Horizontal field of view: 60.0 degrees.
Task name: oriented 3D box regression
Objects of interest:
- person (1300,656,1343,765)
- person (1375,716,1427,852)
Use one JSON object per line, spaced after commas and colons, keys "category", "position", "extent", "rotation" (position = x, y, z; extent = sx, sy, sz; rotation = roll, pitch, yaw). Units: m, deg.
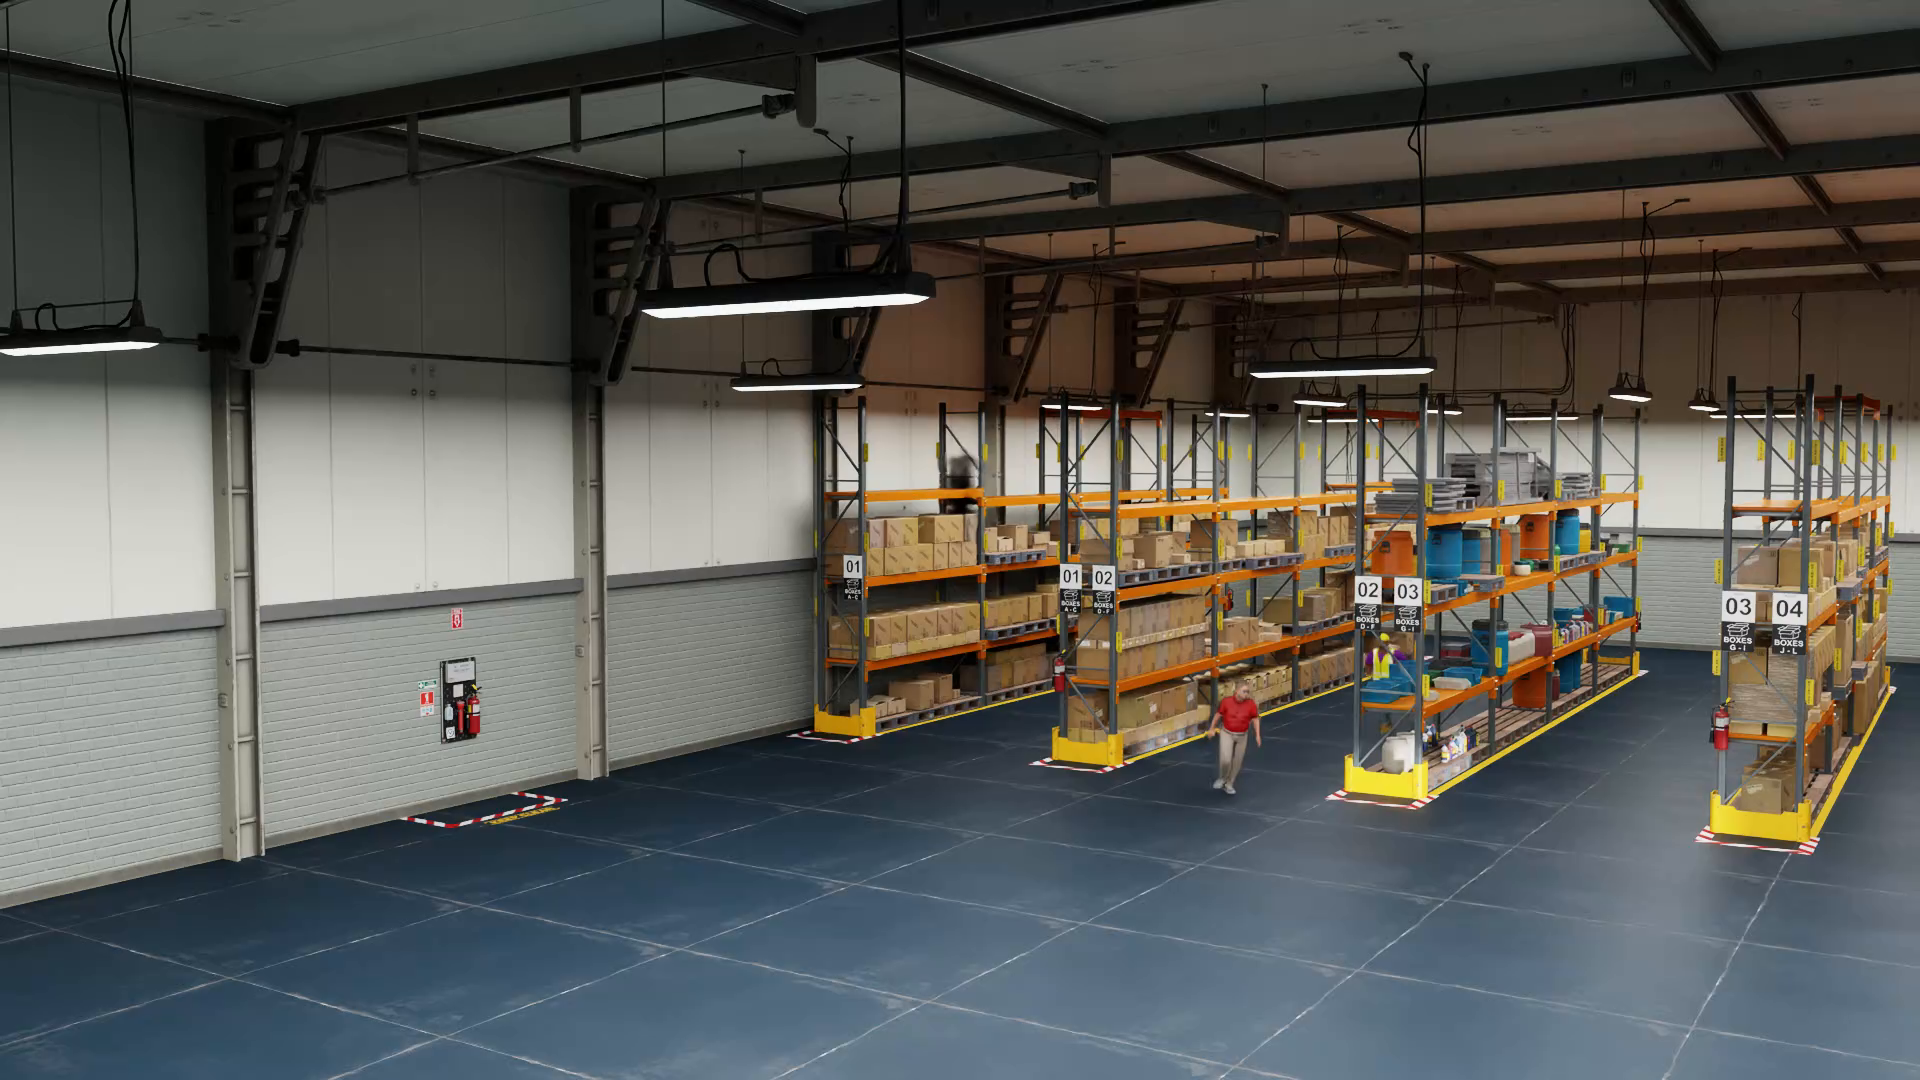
{"category": "person", "position": [5.846, 2.732, 26.861], "extent": [0.708, 1.752, 0.660], "rotation": [2, 4, 37]}
{"category": "person", "position": [5.590, 3.074, 21.081], "extent": [0.679, 1.707, 0.656], "rotation": [-2, 4, -31]}
